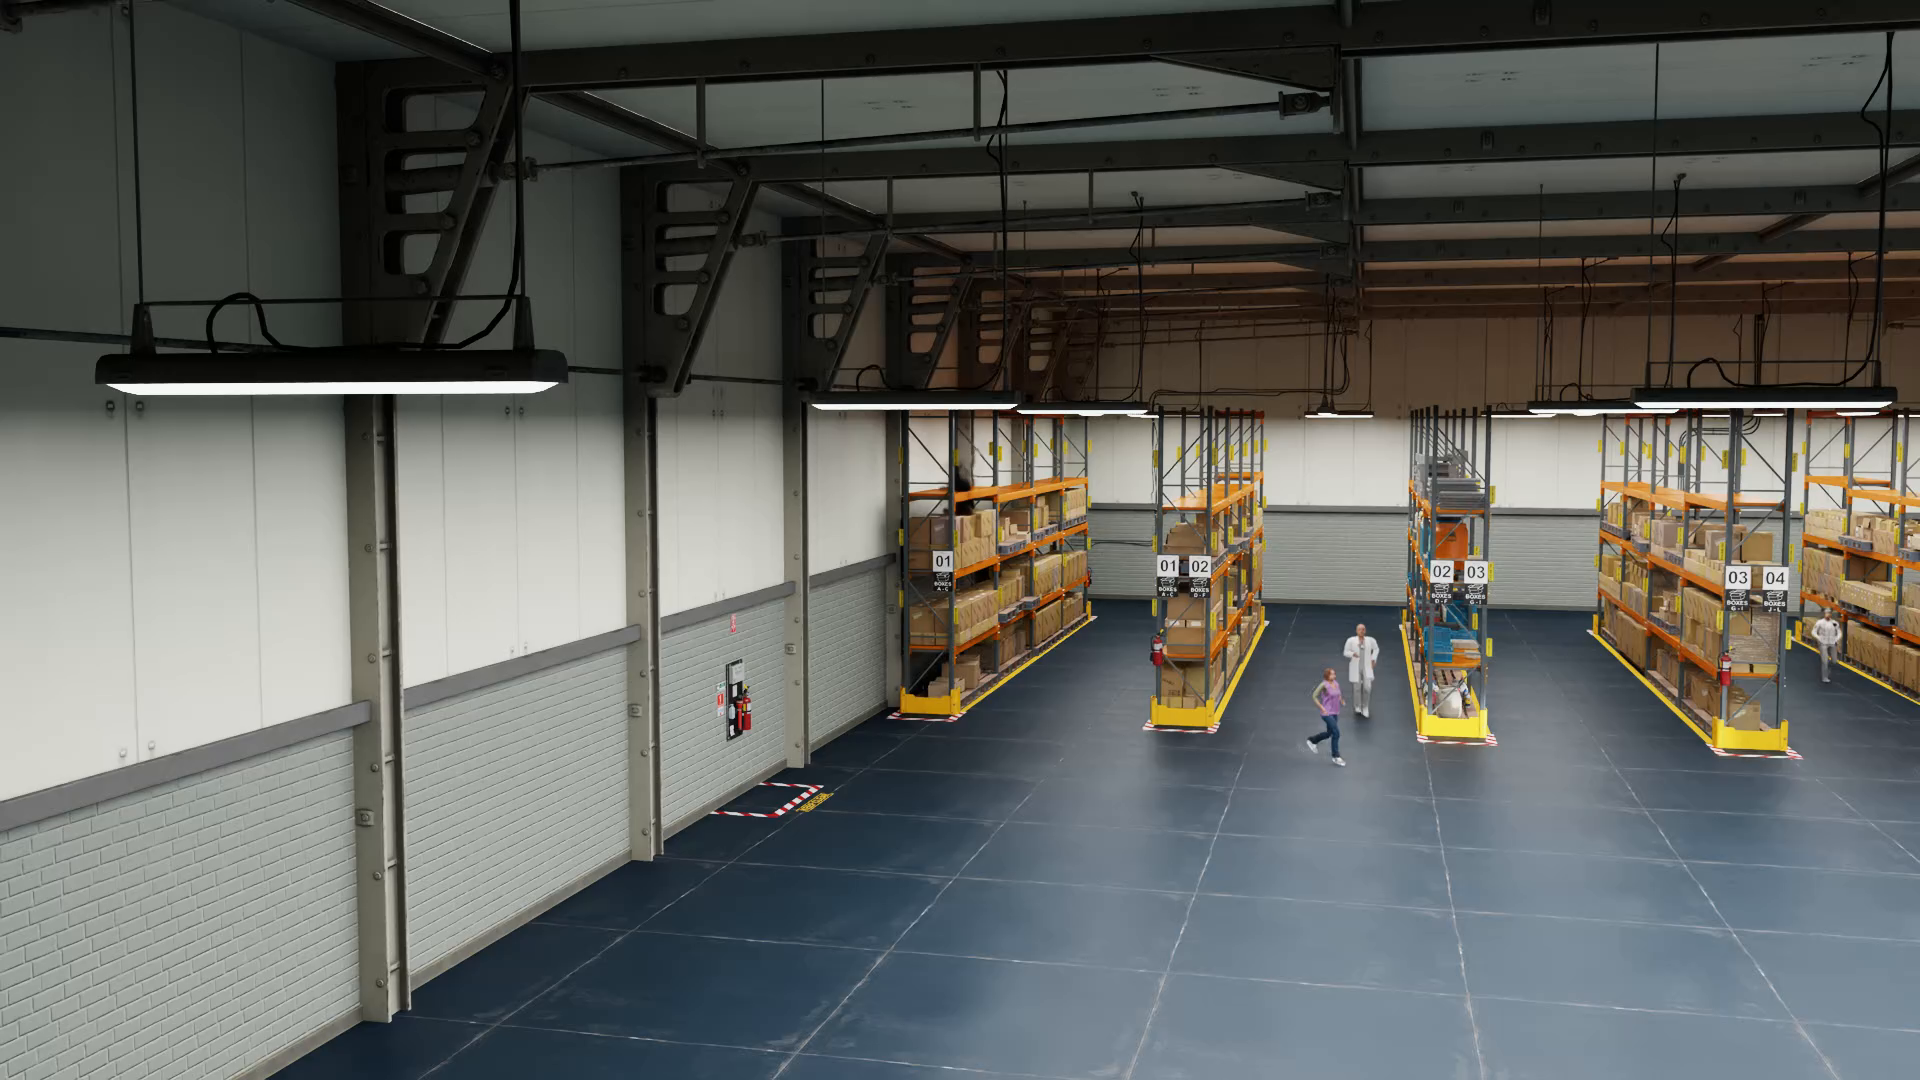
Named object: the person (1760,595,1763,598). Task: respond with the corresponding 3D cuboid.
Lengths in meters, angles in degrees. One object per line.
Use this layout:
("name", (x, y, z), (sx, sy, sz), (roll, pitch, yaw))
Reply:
("person", (20.514, 1.745, 42.956), (0.701, 1.651, 0.699), (4, 6, 43))

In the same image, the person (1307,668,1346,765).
("person", (6.176, 2.931, 27.932), (0.530, 1.600, 0.766), (-4, 5, -41))

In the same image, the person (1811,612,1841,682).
("person", (19.032, 2.302, 36.526), (0.612, 1.599, 0.512), (1, 4, 13))

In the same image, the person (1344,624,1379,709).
("person", (7.782, 2.468, 32.218), (0.687, 1.668, 0.714), (1, 4, 10))
